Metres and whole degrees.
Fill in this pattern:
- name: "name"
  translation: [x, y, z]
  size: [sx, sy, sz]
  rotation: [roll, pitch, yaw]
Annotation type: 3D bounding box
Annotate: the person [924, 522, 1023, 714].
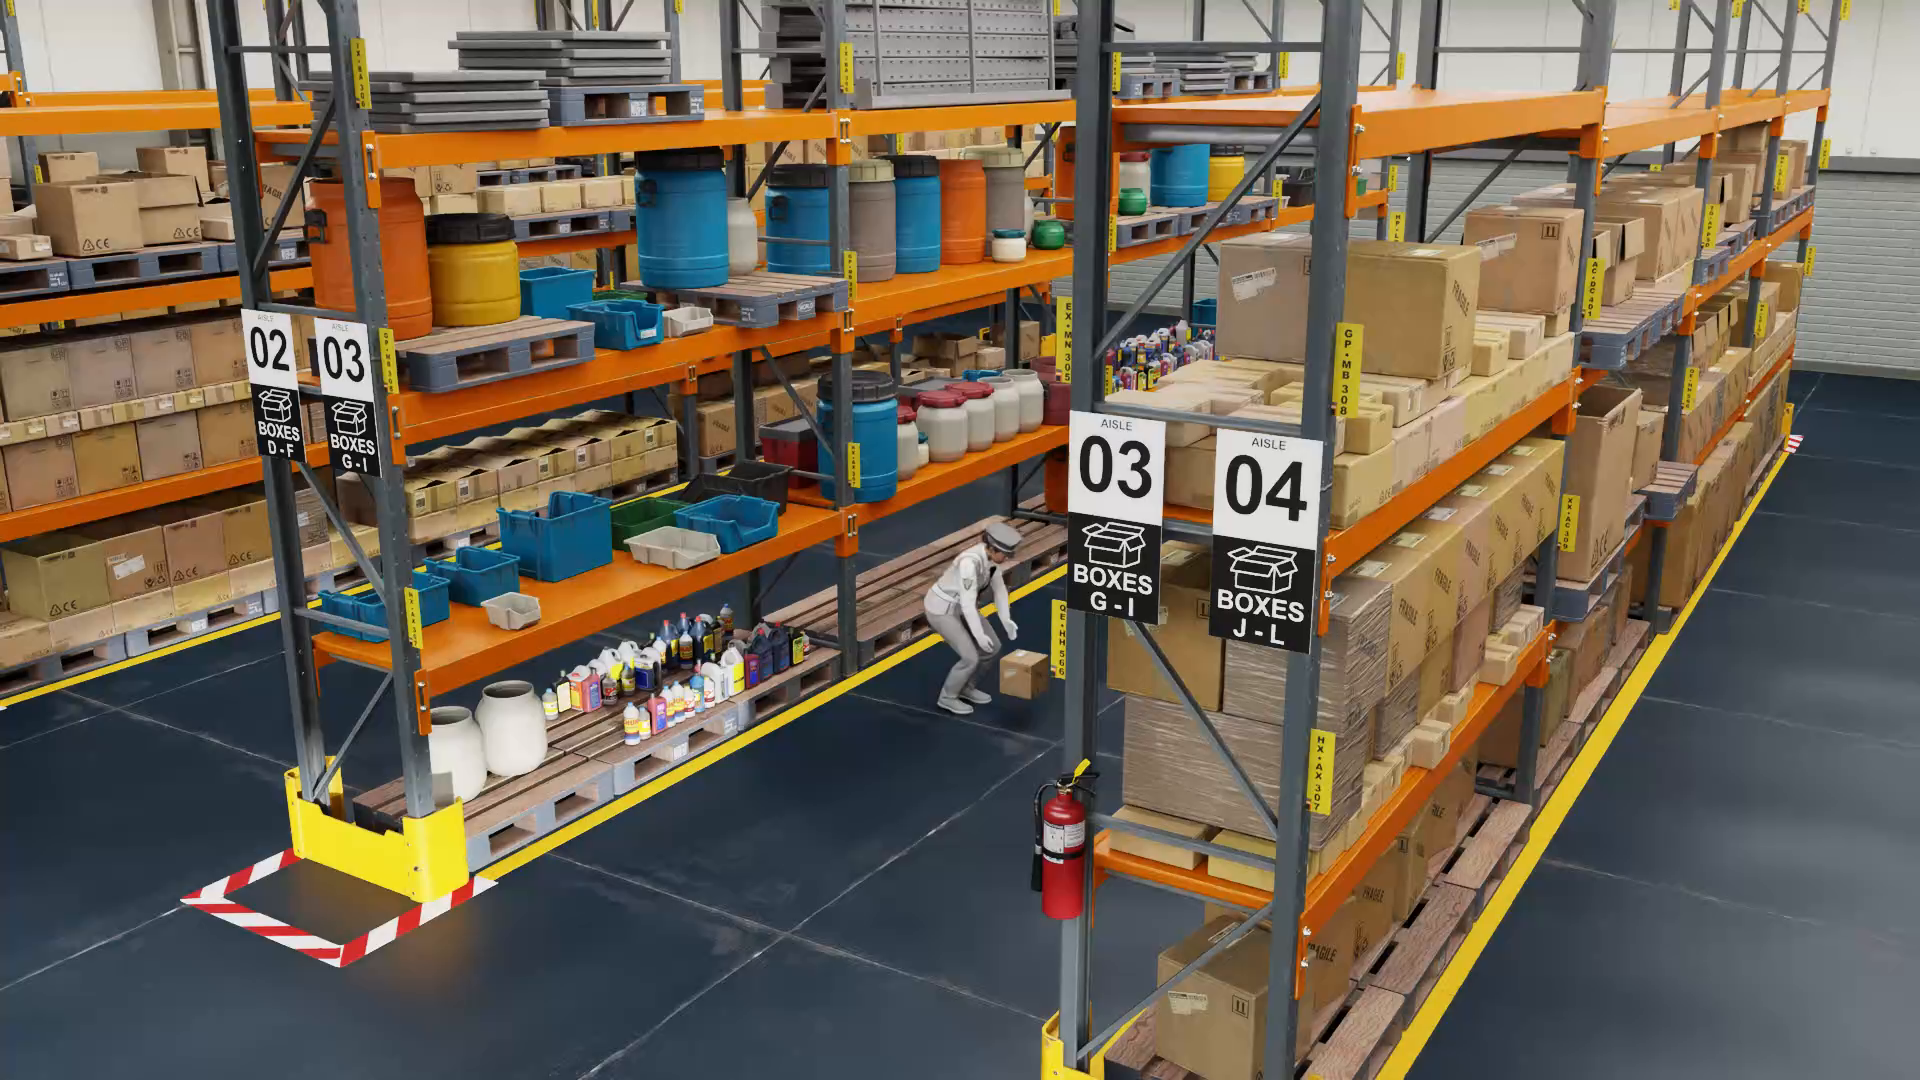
- name: "person"
  translation: [0.103, 0.531, 11.747]
  size: [0.708, 1.376, 0.519]
  rotation: [10, 19, 30]
